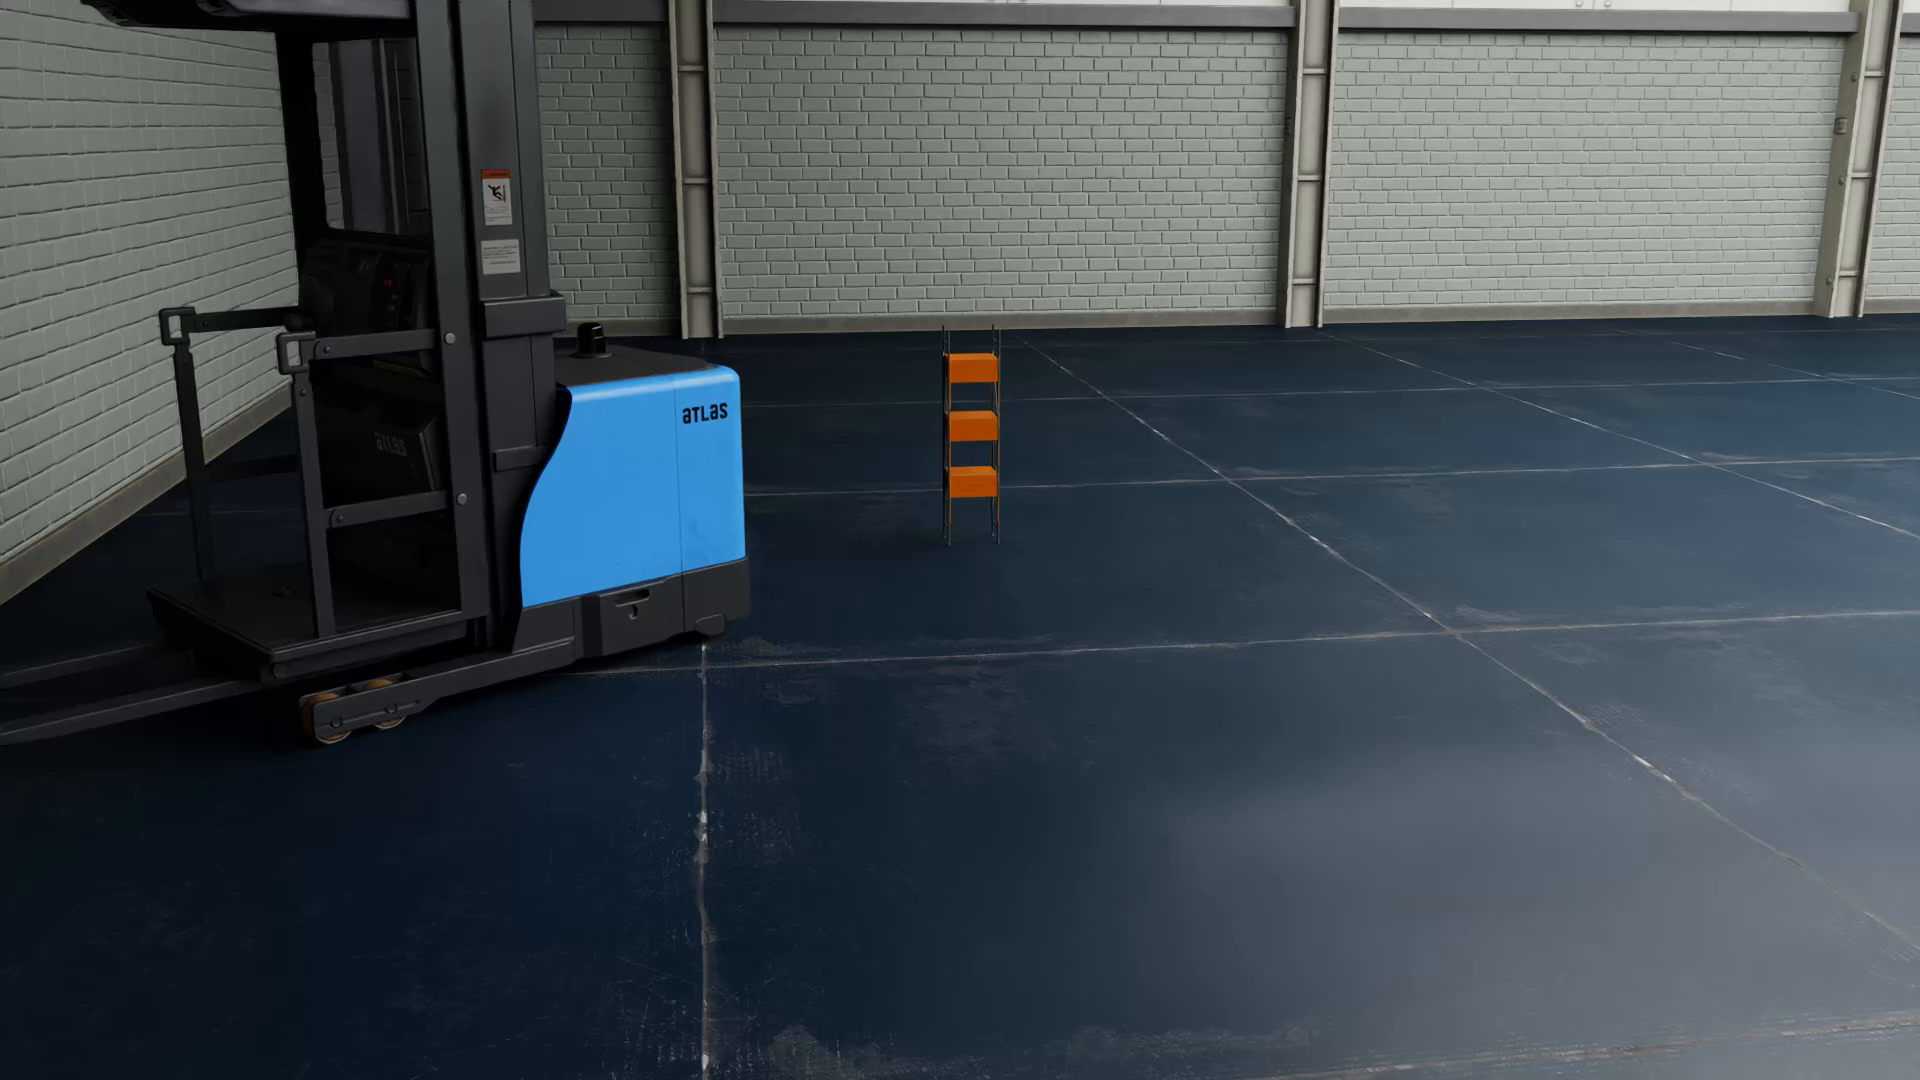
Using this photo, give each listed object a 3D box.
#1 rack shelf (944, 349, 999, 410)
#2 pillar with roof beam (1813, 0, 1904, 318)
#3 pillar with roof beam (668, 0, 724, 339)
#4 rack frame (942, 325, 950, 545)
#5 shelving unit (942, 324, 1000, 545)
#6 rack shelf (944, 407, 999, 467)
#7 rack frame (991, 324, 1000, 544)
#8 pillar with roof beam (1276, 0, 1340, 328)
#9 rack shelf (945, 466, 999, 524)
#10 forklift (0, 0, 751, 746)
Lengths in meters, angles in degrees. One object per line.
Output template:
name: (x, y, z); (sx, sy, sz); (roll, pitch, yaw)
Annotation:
rack shelf: (0.053, -0.776, 8.035); (0.240, 0.259, 0.215); (-2, 14, -8)
pillar with roof beam: (10.022, -5.730, 12.570); (0.400, 9.000, 9.100); (-2, 14, -8)
pillar with roof beam: (-1.844, -5.295, 10.836); (0.400, 9.000, 9.100); (-2, 14, -8)
rack frame: (-0.068, -0.507, 8.084); (0.008, 1.050, 0.200); (-2, 14, -8)
shelving unit: (0.053, -0.511, 8.102); (0.252, 1.050, 0.215); (-2, 14, -8)
rack shelf: (0.053, -0.501, 8.104); (0.240, 0.259, 0.215); (-2, 14, -8)
rack frame: (0.174, -0.516, 8.119); (0.008, 1.050, 0.200); (-2, 14, -8)
pillar with roof beam: (4.089, -5.512, 11.703); (0.400, 9.000, 9.100); (-2, 14, -8)
rack shelf: (0.053, -0.231, 8.172); (0.240, 0.259, 0.215); (-2, 14, -8)
forklift: (-2.251, -0.887, 5.732); (3.031, 2.935, 1.130); (-14, 19, -43)
